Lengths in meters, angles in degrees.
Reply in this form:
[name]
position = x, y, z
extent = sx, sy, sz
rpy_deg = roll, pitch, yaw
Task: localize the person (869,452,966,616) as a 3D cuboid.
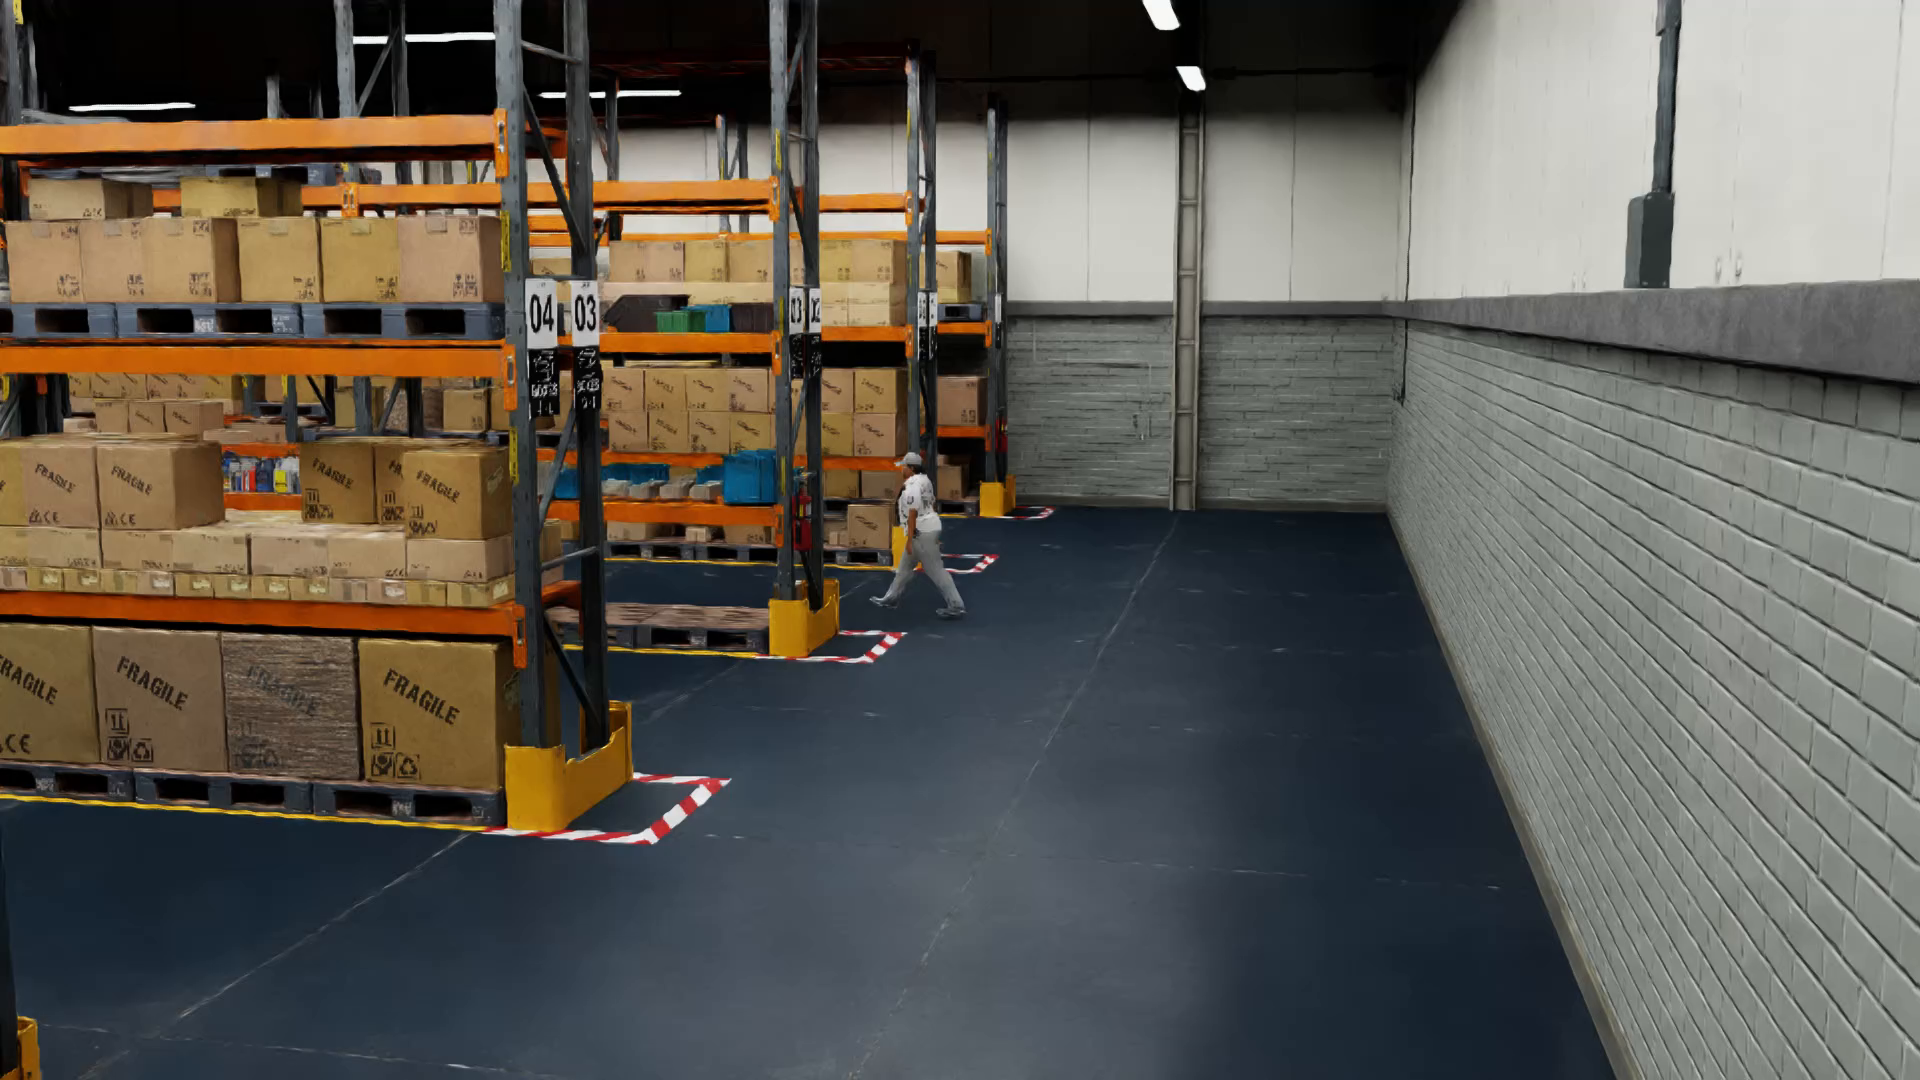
[person]
position = -0.439, -0.068, 16.334
extent = 1.046, 1.586, 0.487
rpy_deg = 2, 8, 13
